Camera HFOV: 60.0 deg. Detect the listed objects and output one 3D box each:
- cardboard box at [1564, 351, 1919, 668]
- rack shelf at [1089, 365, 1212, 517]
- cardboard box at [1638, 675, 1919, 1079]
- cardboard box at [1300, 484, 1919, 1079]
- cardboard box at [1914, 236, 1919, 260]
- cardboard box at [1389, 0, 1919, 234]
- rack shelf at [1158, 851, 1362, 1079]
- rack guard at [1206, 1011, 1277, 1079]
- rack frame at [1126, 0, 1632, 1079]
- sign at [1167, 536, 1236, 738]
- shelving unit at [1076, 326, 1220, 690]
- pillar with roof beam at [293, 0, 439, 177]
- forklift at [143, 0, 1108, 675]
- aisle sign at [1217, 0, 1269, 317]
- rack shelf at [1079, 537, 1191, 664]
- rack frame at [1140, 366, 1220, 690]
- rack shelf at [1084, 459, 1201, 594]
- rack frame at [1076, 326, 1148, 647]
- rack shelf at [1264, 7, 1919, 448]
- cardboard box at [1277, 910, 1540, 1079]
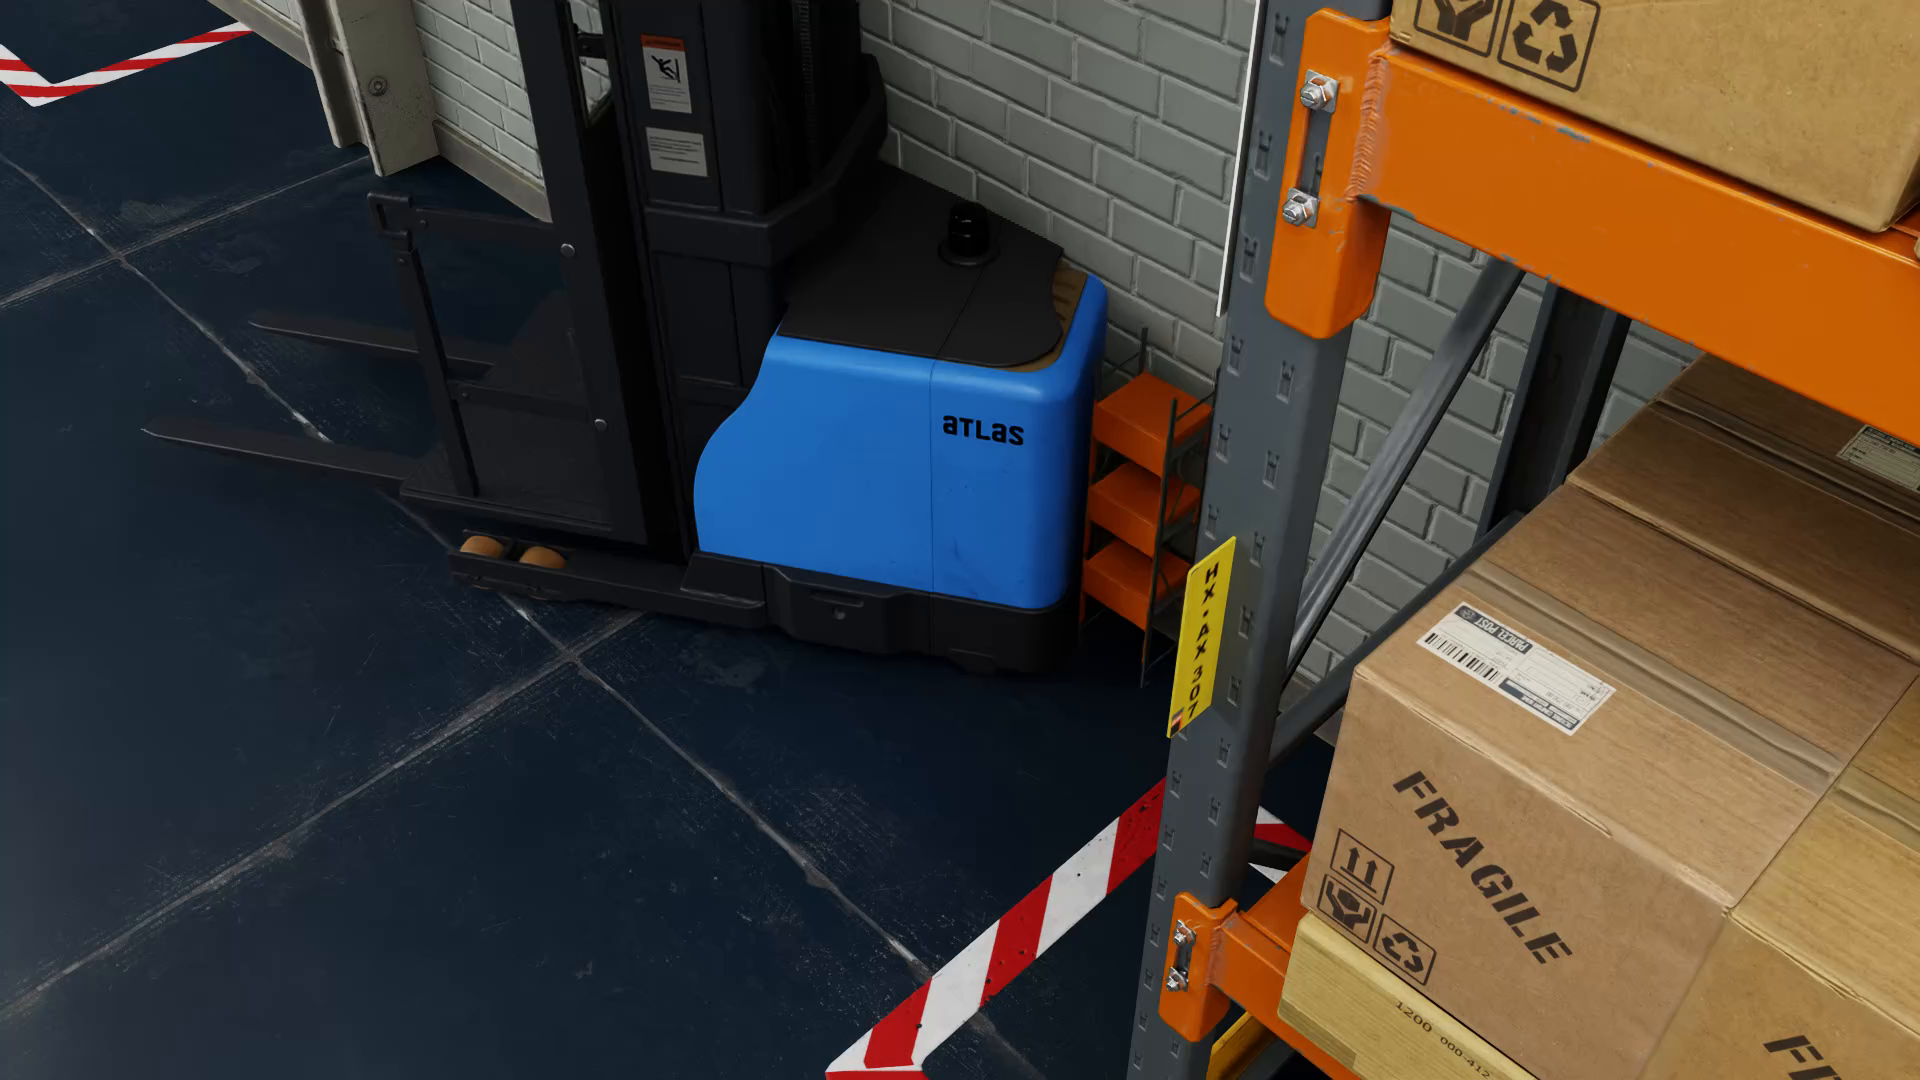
[{"bbox_3d":[1.195,0.091,2.485,0.500,0.500,0.500,34,52,31],"label":"cardboard box"},{"bbox_3d":[0.502,-0.262,4.357,0.240,0.259,0.215,33,52,31],"label":"rack shelf"},{"bbox_3d":[1.178,0.582,1.953,0.500,0.500,0.500,-34,52,-31],"label":"cardboard box"},{"bbox_3d":[0.836,0.340,2.216,0.500,0.500,0.500,-34,53,-31],"label":"cardboard box"},{"bbox_3d":[1.125,-0.396,1.170,0.500,0.500,0.500,-31,51,-29],"label":"cardboard box"},{"bbox_3d":[0.771,-0.671,1.468,0.500,0.500,0.500,-33,52,-30],"label":"cardboard box"},{"bbox_3d":[2.124,1.419,2.034,1.077,0.370,4.000,-34,53,-31],"label":"rack shelf"},{"bbox_3d":[0.766,1.148,3.639,1.175,0.500,0.348,-34,53,-31],"label":"rack guard"},{"bbox_3d":[0.712,0.194,2.830,1.000,3.000,0.127,-34,53,-31],"label":"rack frame"},{"bbox_3d":[0.328,0.136,2.255,0.100,0.325,0.005,-34,53,-31],"label":"sign"},{"bbox_3d":[0.502,-0.061,4.542,0.252,1.050,0.215,33,52,31],"label":"shelving unit"},{"bbox_3d":[-5.467,-2.908,1.766,9.100,9.000,0.400,-34,53,-31],"label":"pillar with roof beam"},{"bbox_3d":[-1.058,-1.230,4.421,3.031,2.935,1.130,10,44,10],"label":"forklift"},{"bbox_3d":[0.449,-0.652,1.830,0.394,0.787,0.004,-34,53,-31],"label":"aisle sign"},{"bbox_3d":[0.502,0.151,4.738,0.240,0.259,0.215,33,52,31],"label":"rack shelf"},{"bbox_3d":[0.590,-0.003,4.480,0.008,1.050,0.200,33,52,31],"label":"rack frame"},{"bbox_3d":[0.502,-0.053,4.550,0.240,0.259,0.215,33,52,31],"label":"rack shelf"},{"bbox_3d":[0.415,-0.119,4.605,0.008,1.050,0.200,33,52,31],"label":"rack frame"},{"bbox_3d":[2.124,0.317,1.016,1.077,0.370,4.000,-34,53,-31],"label":"rack shelf"},{"bbox_3d":[0.832,0.628,2.456,0.500,0.250,0.500,33,52,30],"label":"cardboard box"}]
